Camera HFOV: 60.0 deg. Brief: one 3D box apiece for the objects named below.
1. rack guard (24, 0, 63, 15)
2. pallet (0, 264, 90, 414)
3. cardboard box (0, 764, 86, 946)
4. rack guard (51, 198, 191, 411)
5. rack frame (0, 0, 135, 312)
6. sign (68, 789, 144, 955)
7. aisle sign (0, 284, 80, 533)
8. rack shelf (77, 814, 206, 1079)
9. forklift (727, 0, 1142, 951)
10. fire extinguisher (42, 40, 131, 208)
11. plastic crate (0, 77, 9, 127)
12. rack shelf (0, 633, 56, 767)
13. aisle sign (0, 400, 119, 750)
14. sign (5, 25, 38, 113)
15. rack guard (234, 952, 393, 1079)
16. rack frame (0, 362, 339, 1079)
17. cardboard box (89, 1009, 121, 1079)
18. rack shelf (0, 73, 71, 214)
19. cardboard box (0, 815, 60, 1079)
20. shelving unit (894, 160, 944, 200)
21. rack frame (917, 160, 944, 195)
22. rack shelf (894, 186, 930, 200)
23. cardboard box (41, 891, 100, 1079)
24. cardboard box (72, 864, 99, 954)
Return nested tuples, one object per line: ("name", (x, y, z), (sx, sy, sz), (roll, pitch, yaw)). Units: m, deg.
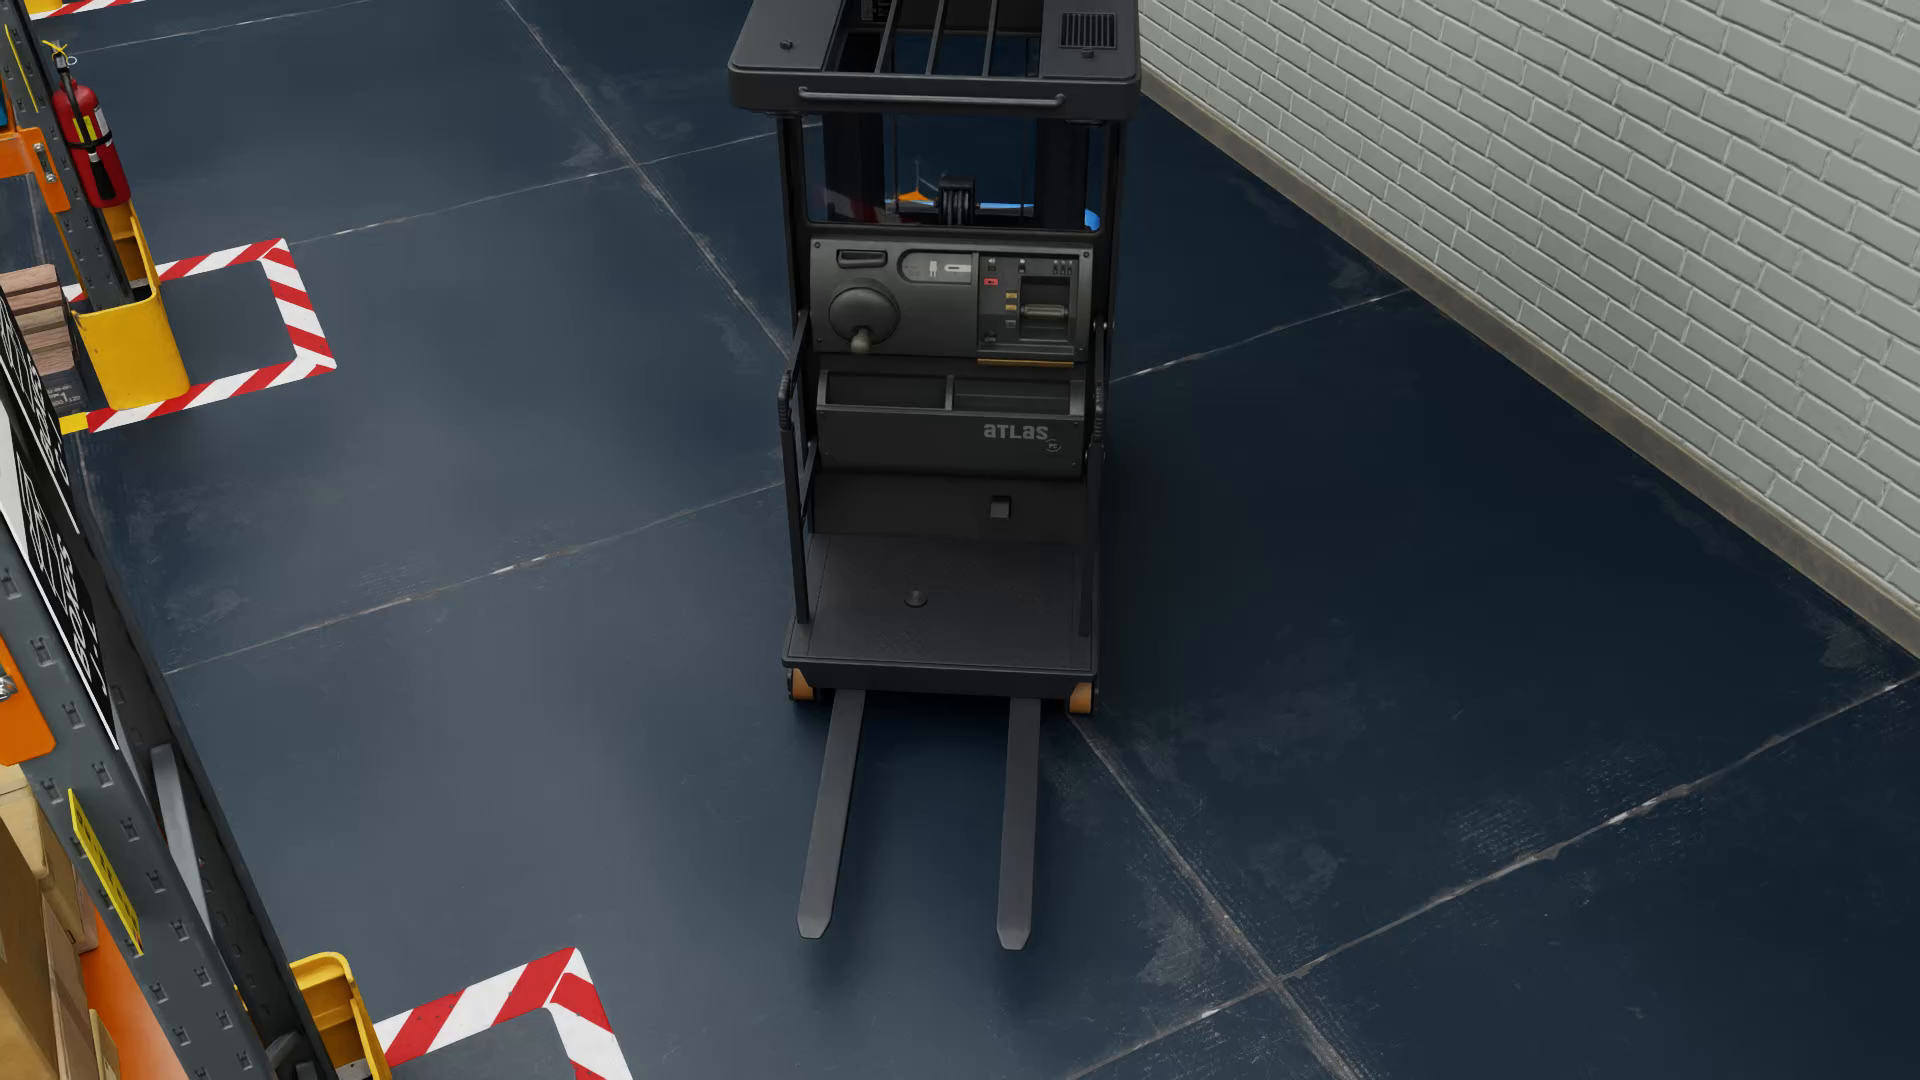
("rack guard", (-6.268, -3.941, 11.019), (0.348, 0.500, 1.175), (-19, 44, -21))
("pallet", (-4.665, -0.790, 7.520), (1.213, 0.211, 1.003), (-19, 44, -21))
("cardboard box", (-2.178, 0.692, 3.496), (0.500, 0.250, 0.500), (-20, 44, -22))
("rack guard", (-3.900, -1.139, 7.708), (0.348, 0.500, 1.175), (-19, 44, -21))
("rack frame", (-3.916, -2.078, 6.884), (0.127, 3.000, 1.000), (-19, 44, -21))
("sign", (-1.390, 0.543, 2.708), (0.005, 0.325, 0.100), (-19, 44, -21))
("aisle sign", (-1.703, -0.426, 2.919), (0.004, 0.787, 0.394), (-19, 44, -21))
("rack shelf", (-3.402, 1.631, 3.058), (4.000, 0.370, 1.077), (-19, 44, -21))
("forklift", (-0.043, -0.716, 5.327), (1.130, 2.935, 3.031), (3, 40, 3))
("fire extinguisher", (-3.572, -1.691, 6.775), (0.183, 0.674, 0.296), (-19, 44, -21))
("plastic crate", (-4.126, -1.908, 6.608), (0.499, 0.435, 0.616), (-19, 44, -21))
("rack shelf", (-3.402, 0.486, 2.089), (4.000, 0.370, 1.077), (-19, 44, -21))
("aisle sign", (-1.425, -0.082, 2.513), (0.004, 0.787, 0.394), (-19, 44, -21))
("sign", (-3.647, -1.830, 6.464), (0.005, 0.325, 0.100), (-19, 44, -21))
("rack guard", (-1.607, 1.707, 4.347), (0.348, 0.500, 1.175), (-19, 44, -21))
("rack frame", (-1.626, 0.762, 3.528), (0.053, 2.616, 0.949), (-19, 44, -21))
("cardboard box", (-1.792, 1.151, 3.263), (0.250, 0.149, 0.380), (-18, 43, -20))
("rack shelf", (-5.690, -1.207, 6.411), (4.000, 0.370, 1.077), (-19, 44, -21))
("cardboard box", (-1.939, 0.713, 2.891), (0.500, 0.500, 0.500), (-18, 43, -20))
("shelving unit", (-0.217, -1.103, 7.241), (0.252, 1.050, 0.215), (-26, 47, -28))
("rack frame", (-0.120, -1.151, 7.297), (0.008, 1.050, 0.200), (-26, 47, -28))
("rack shelf", (-0.217, -1.312, 7.064), (0.240, 0.259, 0.215), (-26, 47, -28))
("cardboard box", (-1.935, 1.000, 3.132), (0.500, 0.250, 0.500), (-19, 44, -21))
("cardboard box", (-2.095, 0.773, 3.710), (0.250, 0.149, 0.380), (-18, 43, -20))
